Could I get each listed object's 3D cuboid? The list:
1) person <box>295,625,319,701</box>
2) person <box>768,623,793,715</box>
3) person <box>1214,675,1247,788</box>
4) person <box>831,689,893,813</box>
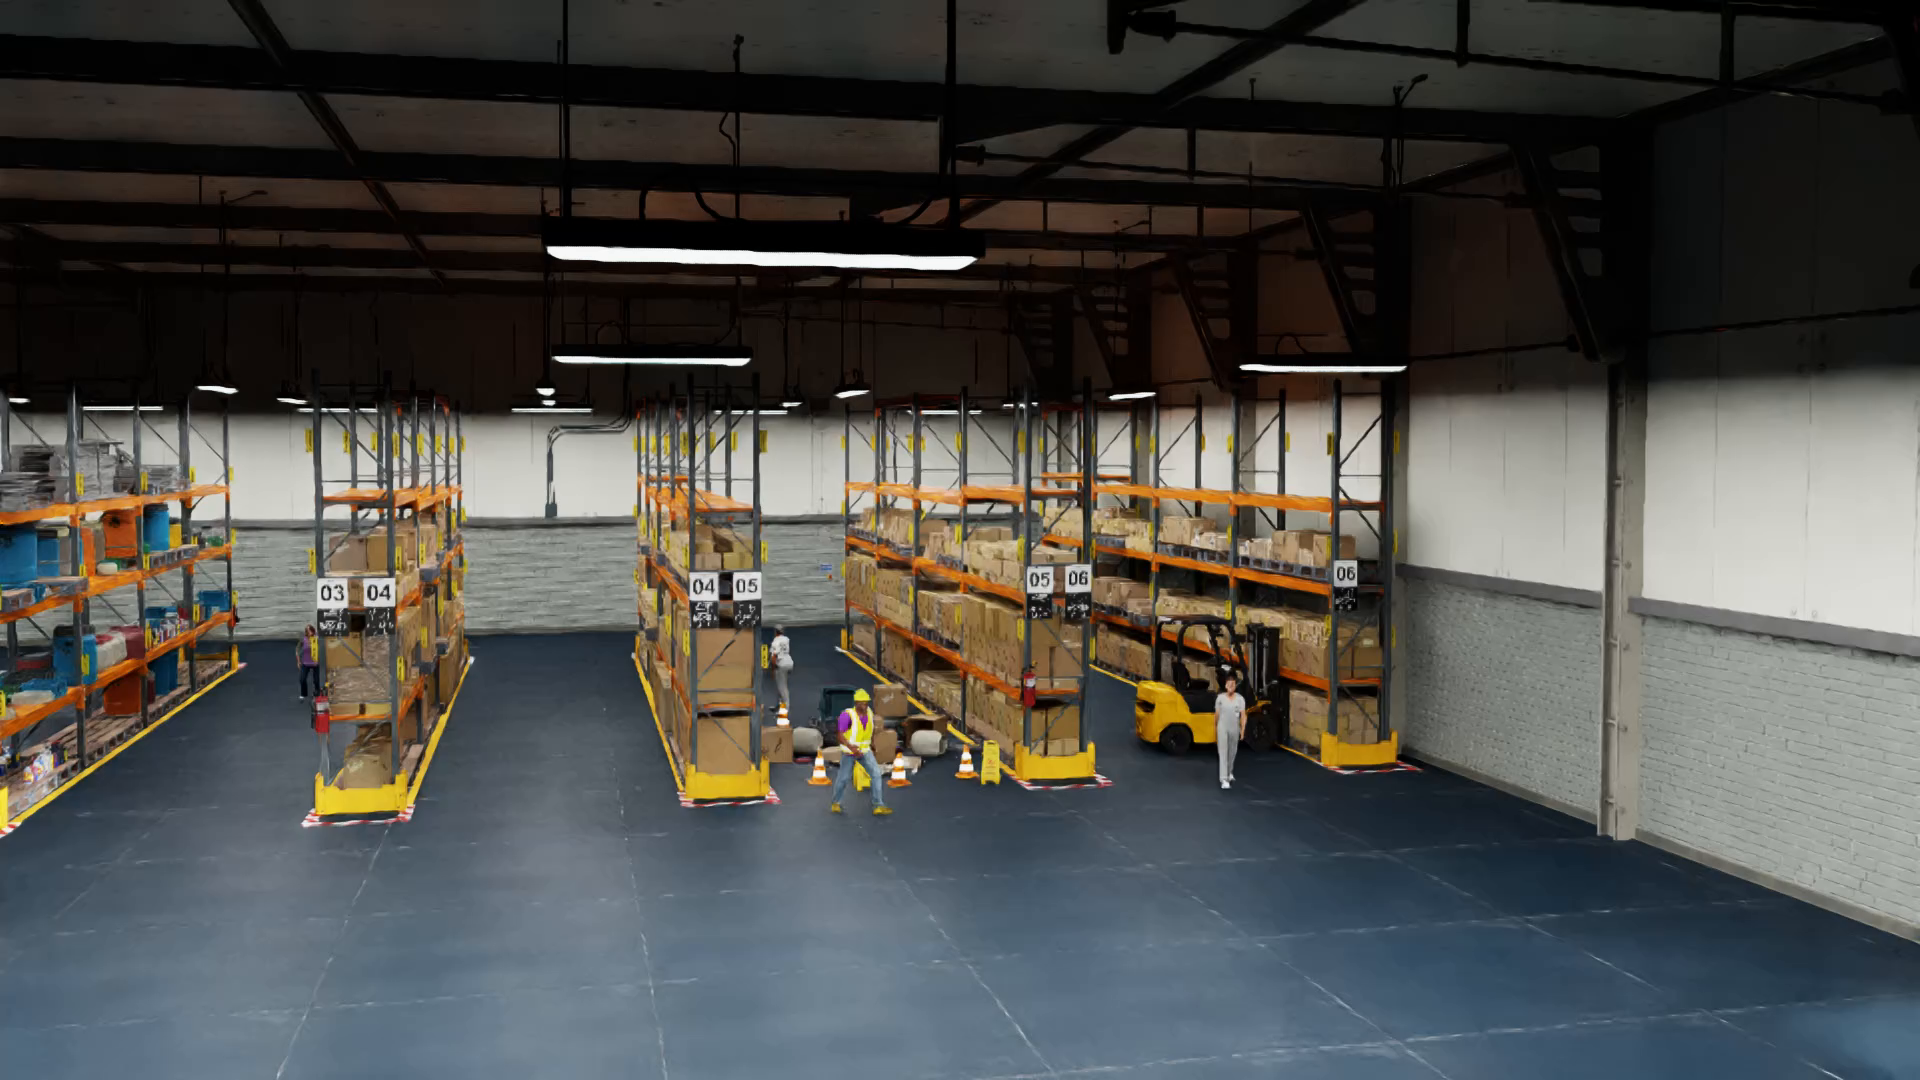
[{"bbox_3d":[-12.548,2.384,32.124,0.566,1.541,0.519,-1,3,-16],"label":"person"},{"bbox_3d":[-3.360,2.378,30.893,0.556,1.659,0.599,1,3,19],"label":"person"},{"bbox_3d":[3.955,2.778,24.313,0.444,1.598,1.003,0,3,-4],"label":"person"},{"bbox_3d":[-1.395,2.845,22.488,0.704,1.701,0.828,-2,4,-32],"label":"person"}]
